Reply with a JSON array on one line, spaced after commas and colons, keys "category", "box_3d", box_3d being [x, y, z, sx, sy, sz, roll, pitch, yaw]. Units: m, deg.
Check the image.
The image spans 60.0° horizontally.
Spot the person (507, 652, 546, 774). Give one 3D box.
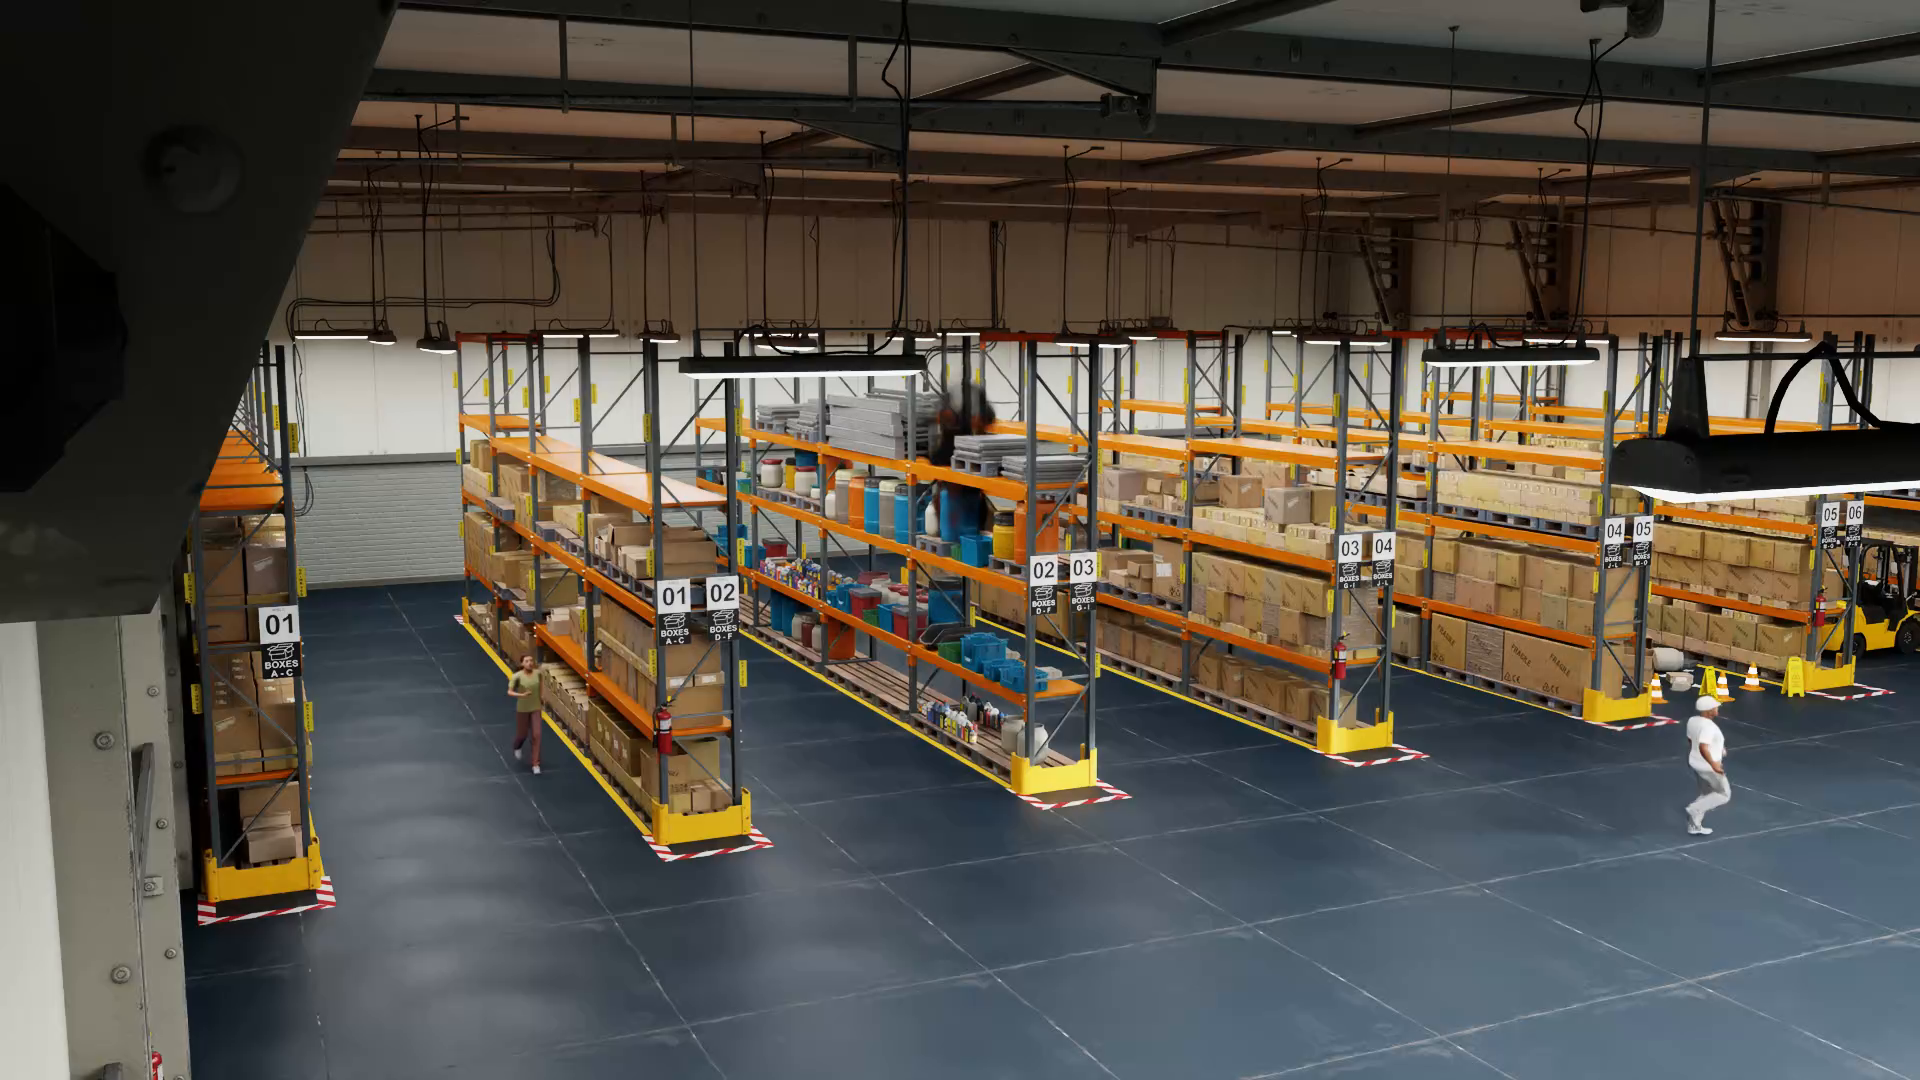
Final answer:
[{"category": "person", "box_3d": [-6.043, 2.372, 23.191, 0.555, 1.650, 0.922, -5, 9, -31]}]

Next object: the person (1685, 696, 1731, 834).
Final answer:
[{"category": "person", "box_3d": [9.133, 2.752, 20.298, 0.576, 1.720, 0.698, 0, 8, -1]}]

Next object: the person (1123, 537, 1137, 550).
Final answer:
[{"category": "person", "box_3d": [4.334, -0.182, 41.985, 0.694, 1.733, 0.683, 4, 9, 28]}]
